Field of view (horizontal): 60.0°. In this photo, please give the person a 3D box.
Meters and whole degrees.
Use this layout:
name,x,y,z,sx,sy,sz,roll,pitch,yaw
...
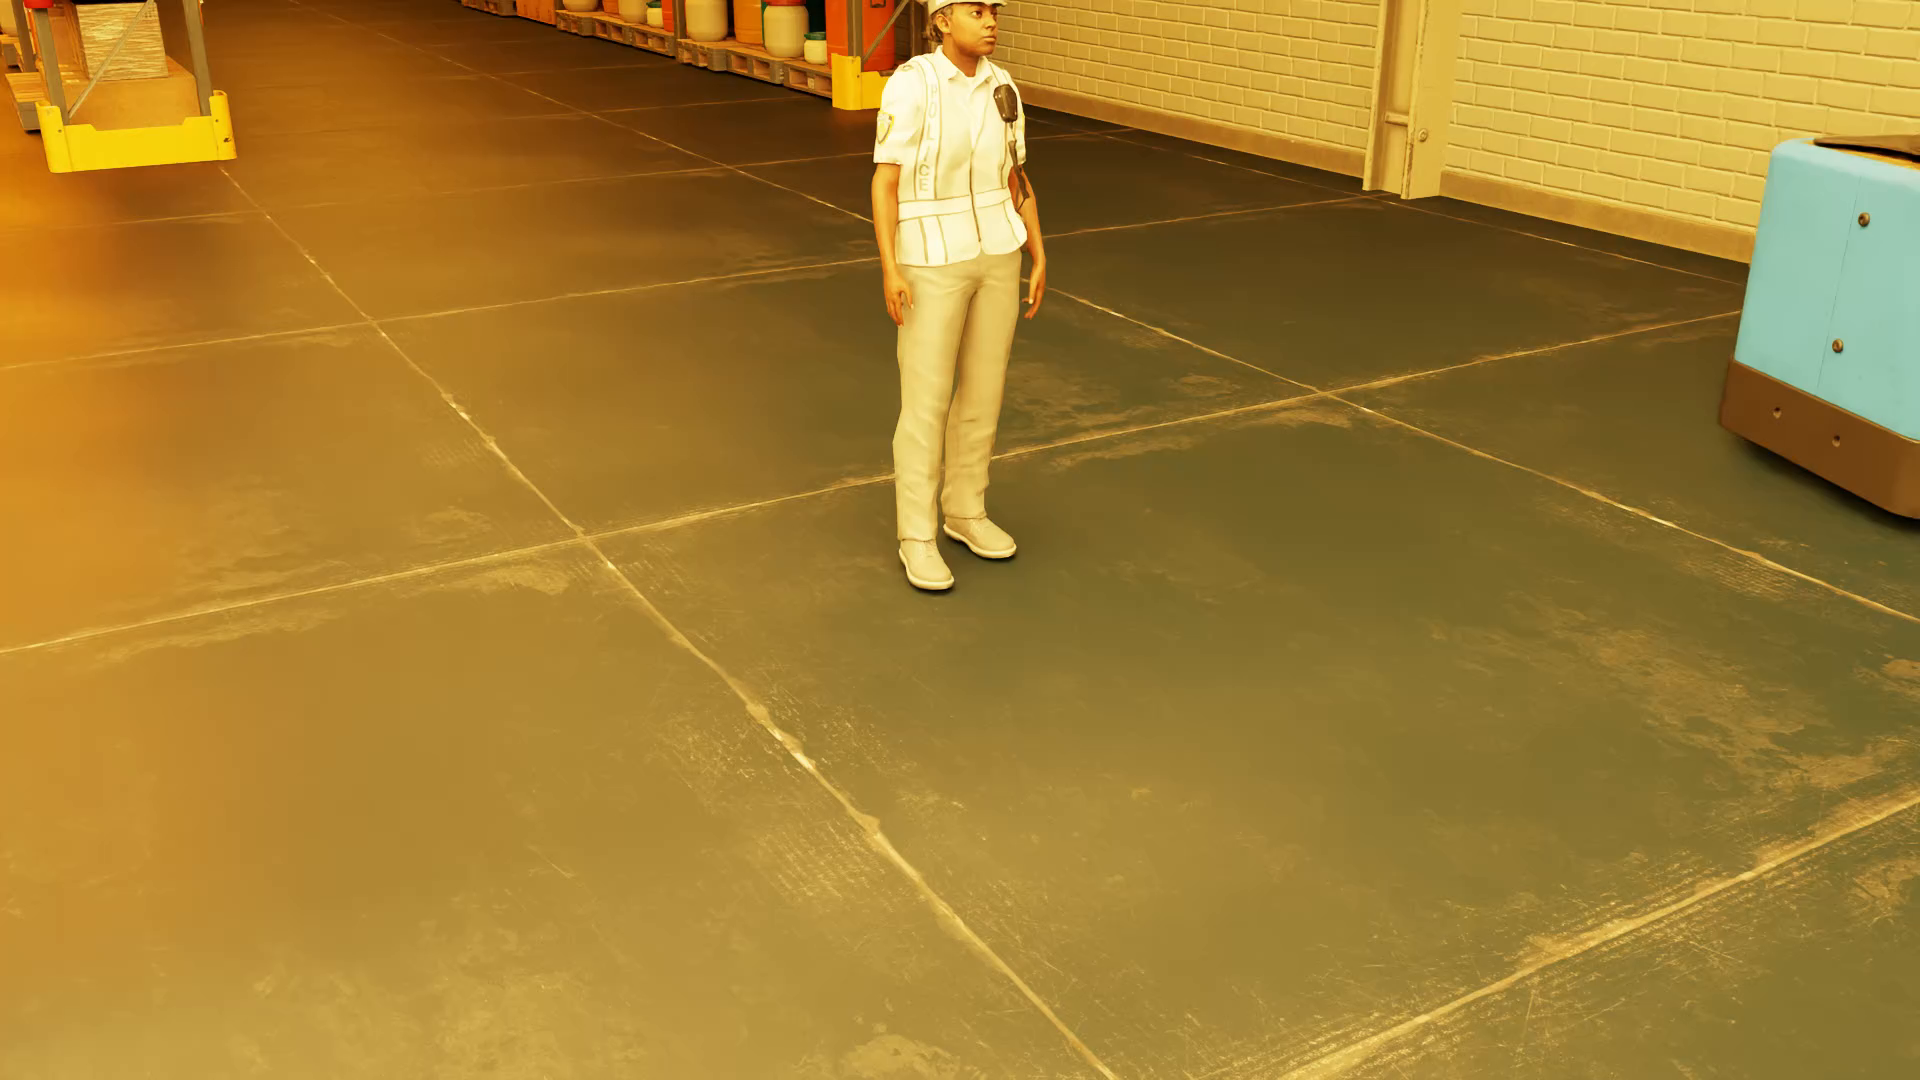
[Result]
name,x,y,z,sx,sy,sz,roll,pitch,yaw
person,0.021,-0.761,4.741,0.569,1.693,0.528,-12,25,-28

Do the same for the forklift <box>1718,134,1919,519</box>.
name,x,y,z,sx,sy,sz,roll,pitch,yaw
forklift,4.286,-1.646,5.284,3.031,2.935,1.130,-4,23,-10
